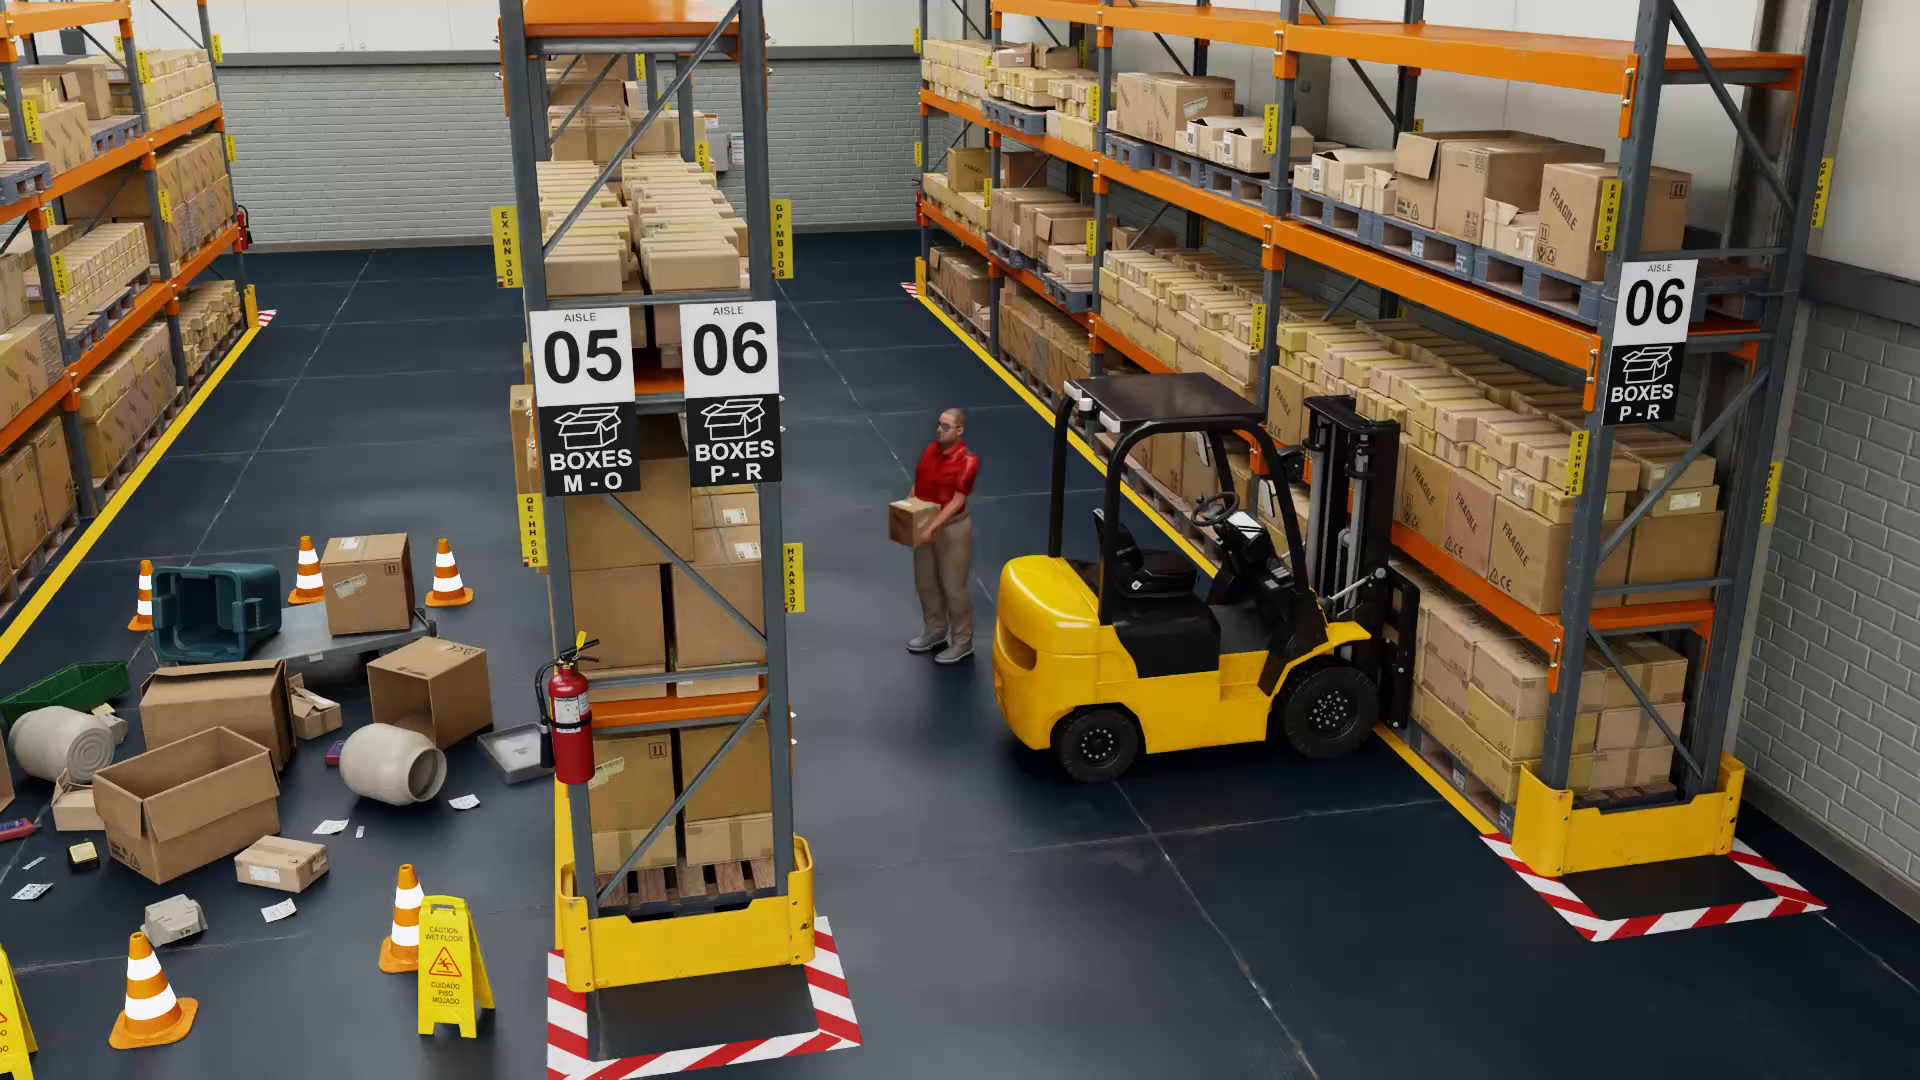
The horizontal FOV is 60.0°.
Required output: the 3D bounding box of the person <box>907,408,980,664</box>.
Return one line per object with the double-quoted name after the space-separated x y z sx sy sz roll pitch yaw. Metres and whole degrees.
-0.176 -0.023 11.164 0.529 1.720 0.499 -15 25 -37 "person"
